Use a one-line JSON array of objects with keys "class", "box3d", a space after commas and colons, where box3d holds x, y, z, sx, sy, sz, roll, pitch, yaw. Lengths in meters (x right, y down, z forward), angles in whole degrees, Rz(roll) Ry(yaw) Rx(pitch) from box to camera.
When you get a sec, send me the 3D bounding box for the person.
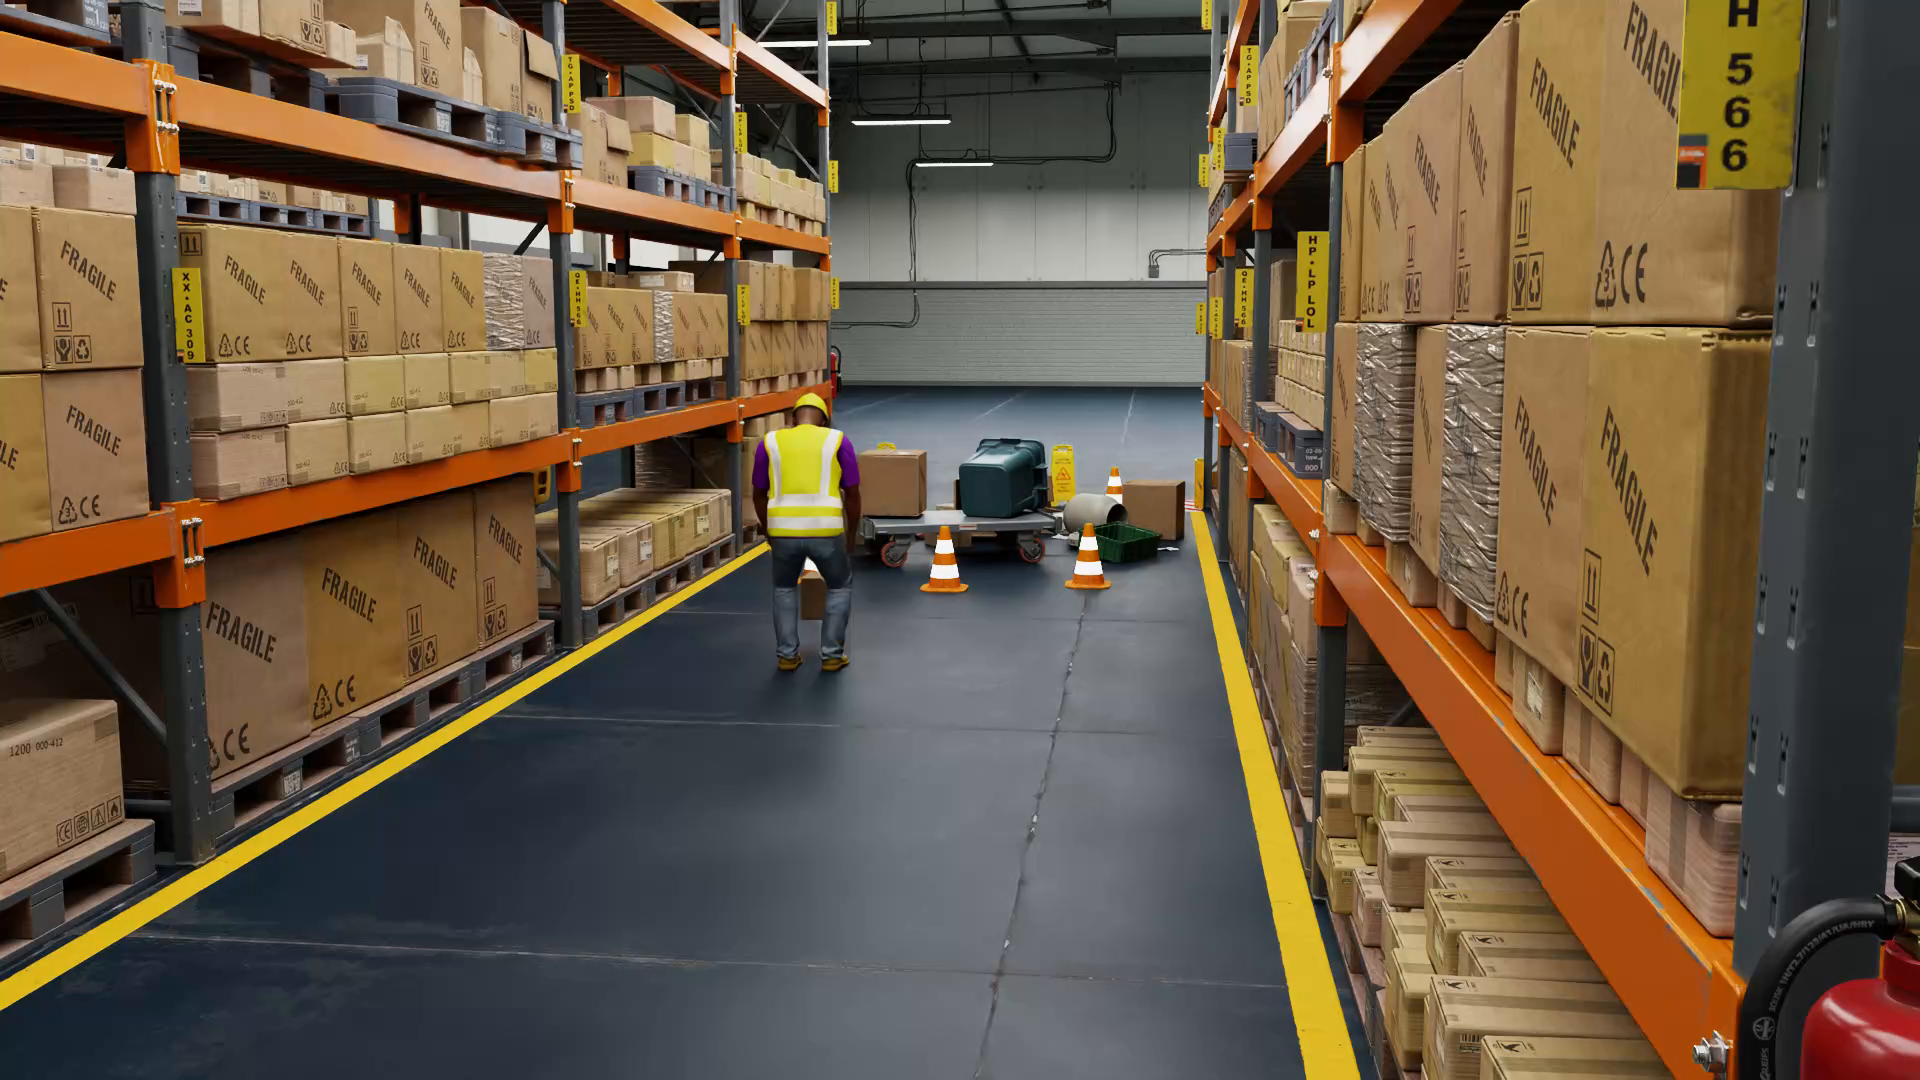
[{"class": "person", "box3d": [-0.879, -0.050, 9.431, 0.625, 1.543, 0.666, 1, 8, 7]}]
